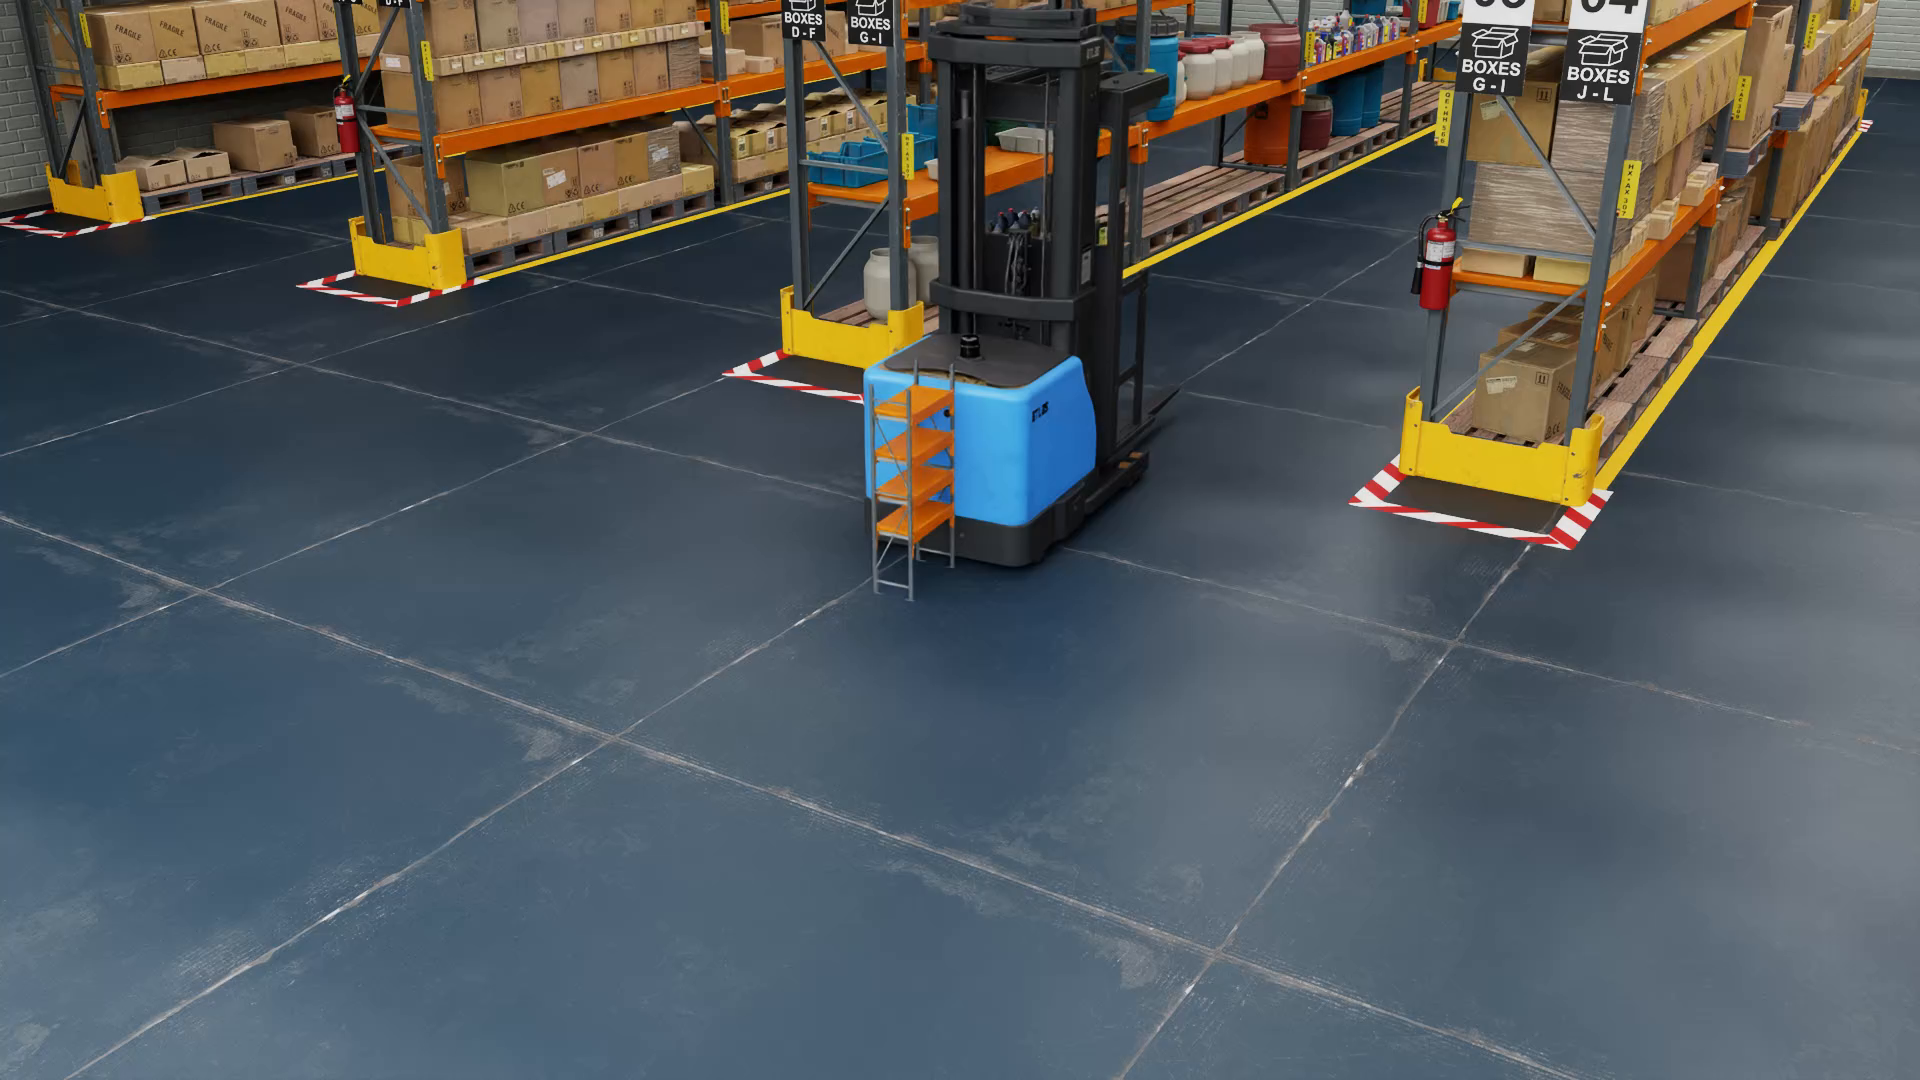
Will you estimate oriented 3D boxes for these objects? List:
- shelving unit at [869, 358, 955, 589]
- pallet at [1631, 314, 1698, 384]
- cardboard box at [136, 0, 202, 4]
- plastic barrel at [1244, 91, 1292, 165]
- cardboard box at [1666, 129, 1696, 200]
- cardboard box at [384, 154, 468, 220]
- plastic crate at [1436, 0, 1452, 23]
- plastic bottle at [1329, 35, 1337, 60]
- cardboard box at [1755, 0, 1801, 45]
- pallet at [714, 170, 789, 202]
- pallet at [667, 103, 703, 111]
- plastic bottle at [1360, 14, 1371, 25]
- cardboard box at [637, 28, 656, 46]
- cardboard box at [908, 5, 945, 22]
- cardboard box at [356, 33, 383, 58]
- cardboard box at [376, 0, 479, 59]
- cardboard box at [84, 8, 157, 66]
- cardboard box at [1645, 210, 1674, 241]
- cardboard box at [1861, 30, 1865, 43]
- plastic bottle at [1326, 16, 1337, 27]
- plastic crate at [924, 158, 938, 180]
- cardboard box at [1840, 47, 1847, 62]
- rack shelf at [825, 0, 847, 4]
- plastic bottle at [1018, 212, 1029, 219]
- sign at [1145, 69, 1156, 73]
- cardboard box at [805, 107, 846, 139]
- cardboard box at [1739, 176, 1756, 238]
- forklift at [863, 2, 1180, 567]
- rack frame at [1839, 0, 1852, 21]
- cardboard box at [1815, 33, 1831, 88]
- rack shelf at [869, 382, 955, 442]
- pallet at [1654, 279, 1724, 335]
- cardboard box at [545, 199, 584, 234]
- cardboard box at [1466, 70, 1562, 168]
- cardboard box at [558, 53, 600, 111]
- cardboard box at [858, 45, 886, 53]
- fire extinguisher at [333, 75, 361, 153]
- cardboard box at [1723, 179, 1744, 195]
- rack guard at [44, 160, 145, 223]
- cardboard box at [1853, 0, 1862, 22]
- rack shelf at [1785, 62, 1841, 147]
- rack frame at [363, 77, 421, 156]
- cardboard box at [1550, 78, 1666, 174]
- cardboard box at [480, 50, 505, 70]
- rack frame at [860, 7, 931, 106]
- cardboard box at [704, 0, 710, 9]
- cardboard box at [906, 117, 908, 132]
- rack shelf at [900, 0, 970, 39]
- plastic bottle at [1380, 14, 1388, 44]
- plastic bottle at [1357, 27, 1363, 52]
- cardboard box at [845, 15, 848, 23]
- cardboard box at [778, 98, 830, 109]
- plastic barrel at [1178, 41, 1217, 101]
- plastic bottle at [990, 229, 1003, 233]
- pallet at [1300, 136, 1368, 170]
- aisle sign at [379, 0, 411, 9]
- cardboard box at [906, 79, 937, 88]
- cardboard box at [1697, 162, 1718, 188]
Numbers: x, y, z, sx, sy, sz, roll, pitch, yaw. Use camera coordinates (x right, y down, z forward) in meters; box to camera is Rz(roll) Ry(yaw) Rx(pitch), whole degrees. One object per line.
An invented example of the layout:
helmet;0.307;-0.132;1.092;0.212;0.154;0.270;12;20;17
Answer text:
shelving unit;-0.249;-0.324;8.987;0.258;1.200;0.499;11;26;25
pallet;5.151;-1.561;13.091;1.003;0.211;1.213;14;27;29
cardboard box;-8.648;-5.670;18.293;0.500;0.500;0.500;13;27;28
plastic barrel;3.621;-4.829;19.331;0.600;0.830;0.708;14;27;29
cardboard box;4.714;-2.767;11.866;0.875;0.500;0.500;14;27;29
cardboard box;-5.018;-3.321;15.633;0.500;0.500;0.500;14;27;29
plastic crate;6.450;-7.263;22.825;0.437;0.282;0.530;14;27;29
plastic bottle;4.356;-5.758;19.421;0.061;0.283;0.133;14;27;29
cardboard box;7.985;-5.175;16.539;0.797;0.503;0.637;15;28;31
pallet;-2.583;-4.130;19.023;1.003;0.211;1.213;14;27;29
pallet;-4.559;-6.510;24.522;1.003;0.211;1.213;14;27;29
plastic bottle;5.061;-6.379;20.773;0.144;0.351;0.185;14;27;29
cardboard box;-3.306;-5.098;16.809;0.380;0.149;0.250;14;27;29
cardboard box;-0.592;-6.977;21.437;0.700;0.500;0.500;5;24;11
cardboard box;-7.141;-5.906;19.781;0.500;0.250;0.500;14;27;29
cardboard box;-4.763;-4.616;14.879;0.700;0.500;0.500;14;27;29
cardboard box;-8.752;-5.222;17.256;0.500;0.500;0.500;14;27;29
cardboard box;4.592;-2.142;11.238;0.380;0.149;0.250;14;27;29
cardboard box;11.223;-6.388;21.047;0.380;0.149;0.250;14;27;29
plastic bottle;4.727;-6.556;21.275;0.152;0.276;0.135;14;27;29
plastic crate;-0.097;-2.877;12.951;0.298;0.136;0.250;14;27;29
cardboard box;10.134;-5.690;19.434;0.380;0.149;0.250;14;27;29
rack shelf;-1.874;-9.234;28.210;1.077;0.370;4.000;14;27;29
plastic bottle;0.580;-2.934;15.627;0.152;0.276;0.135;15;28;31
sign;1.729;-4.121;15.145;0.100;0.325;0.005;14;27;29
cardboard box;-1.699;-4.947;19.628;0.500;0.311;0.500;15;27;30
cardboard box;7.249;-3.250;16.073;0.700;0.500;0.500;12;26;26
forklift;9.567;-0.957;8.272;18.991;2.935;7.636;11;26;25
rack frame;9.695;-5.775;19.315;1.000;3.000;0.127;14;27;29
cardboard box;8.876;-5.095;17.617;0.500;0.500;0.500;14;27;29
rack shelf;-0.250;-0.683;8.829;0.258;0.148;0.480;11;26;25
pallet;5.885;-2.058;14.239;1.003;0.211;1.213;14;27;29
cardboard box;-4.052;-3.206;16.312;0.500;0.250;0.500;14;27;29
cardboard box;3.446;-2.604;10.230;0.500;0.500;0.500;14;27;29
cardboard box;-3.977;-4.526;16.304;0.700;0.500;0.500;15;27;31
cardboard box;-1.068;-6.026;20.209;0.380;0.149;0.250;14;27;29
fire extinguisher;-5.505;-3.824;14.905;0.296;0.674;0.183;14;27;29
cardboard box;6.986;-3.410;15.501;0.500;0.250;0.500;17;29;35
rack guard;-9.219;-3.718;17.708;1.175;0.500;0.348;14;27;29
cardboard box;10.432;-6.460;19.766;0.500;0.500;0.500;14;27;29
rack shelf;8.640;-4.770;17.898;1.077;0.370;4.000;14;27;29
rack frame;-7.149;-6.189;20.271;1.000;3.000;0.127;14;27;29
cardboard box;3.887;-2.495;9.978;0.500;0.500;0.500;14;27;29
cardboard box;-4.389;-4.407;15.211;0.380;0.149;0.250;14;27;29
rack frame;-0.829;-6.502;20.994;1.000;3.000;0.127;14;27;29
cardboard box;-3.869;-8.016;24.781;0.380;0.149;0.250;14;27;29
cardboard box;-0.899;-5.205;20.929;0.500;0.250;0.500;15;27;30
rack shelf;0.213;-4.484;13.463;1.077;0.370;4.000;14;27;29
plastic bottle;5.281;-6.412;20.847;0.144;0.351;0.185;14;27;29
plastic bottle;4.819;-6.054;20.106;0.061;0.283;0.133;14;27;29
cardboard box;-1.837;-8.717;27.912;0.380;0.149;0.250;13;27;27
cardboard box;-1.895;-5.225;20.270;0.500;0.311;0.500;13;27;28
plastic barrel;2.346;-4.700;16.660;0.433;0.535;0.433;0;23;0
plastic bottle;0.305;-2.650;14.970;0.152;0.276;0.135;14;27;29
pallet;4.402;-4.868;20.730;1.003;0.211;1.213;14;27;29
aisle sign;-4.823;-4.909;14.041;0.394;0.787;0.004;14;27;29
cardboard box;-0.535;-5.922;22.246;0.500;0.500;0.500;15;28;31
cardboard box;5.612;-2.826;12.818;0.380;0.149;0.250;14;27;29
